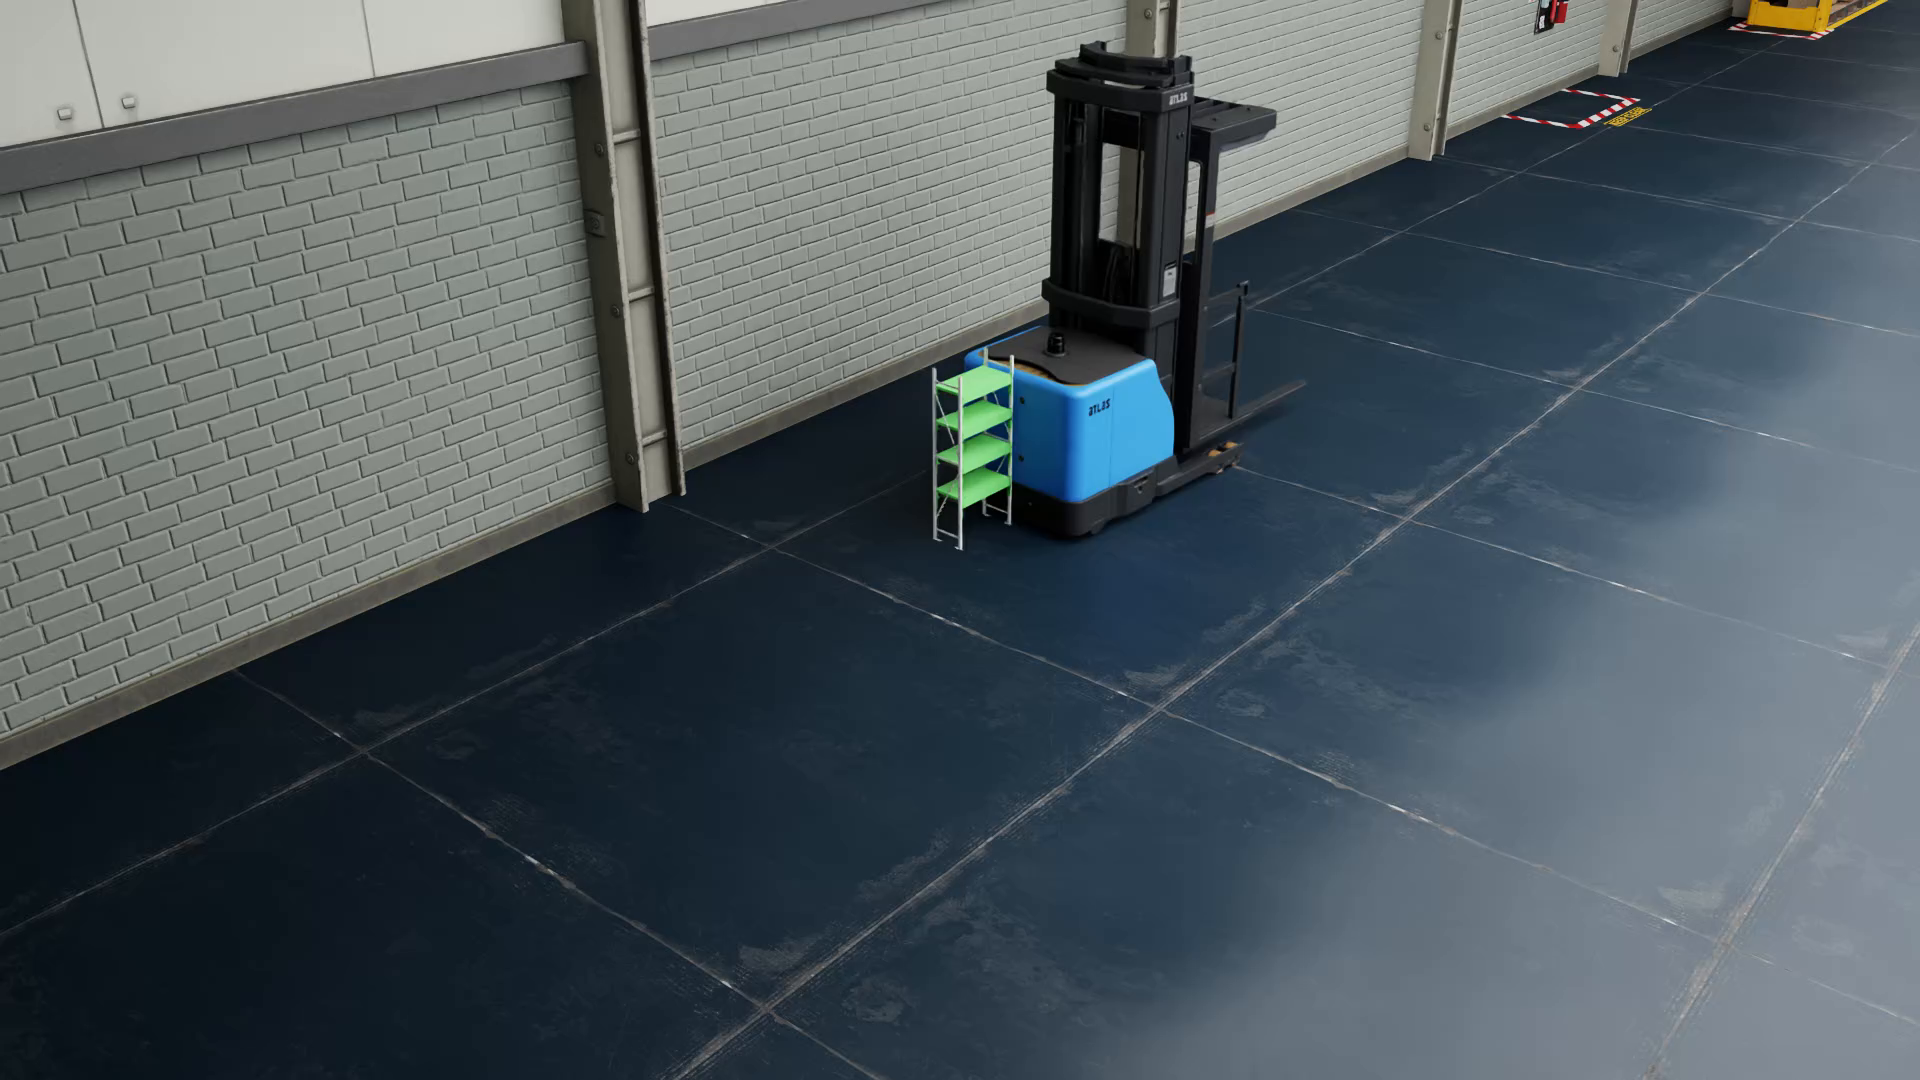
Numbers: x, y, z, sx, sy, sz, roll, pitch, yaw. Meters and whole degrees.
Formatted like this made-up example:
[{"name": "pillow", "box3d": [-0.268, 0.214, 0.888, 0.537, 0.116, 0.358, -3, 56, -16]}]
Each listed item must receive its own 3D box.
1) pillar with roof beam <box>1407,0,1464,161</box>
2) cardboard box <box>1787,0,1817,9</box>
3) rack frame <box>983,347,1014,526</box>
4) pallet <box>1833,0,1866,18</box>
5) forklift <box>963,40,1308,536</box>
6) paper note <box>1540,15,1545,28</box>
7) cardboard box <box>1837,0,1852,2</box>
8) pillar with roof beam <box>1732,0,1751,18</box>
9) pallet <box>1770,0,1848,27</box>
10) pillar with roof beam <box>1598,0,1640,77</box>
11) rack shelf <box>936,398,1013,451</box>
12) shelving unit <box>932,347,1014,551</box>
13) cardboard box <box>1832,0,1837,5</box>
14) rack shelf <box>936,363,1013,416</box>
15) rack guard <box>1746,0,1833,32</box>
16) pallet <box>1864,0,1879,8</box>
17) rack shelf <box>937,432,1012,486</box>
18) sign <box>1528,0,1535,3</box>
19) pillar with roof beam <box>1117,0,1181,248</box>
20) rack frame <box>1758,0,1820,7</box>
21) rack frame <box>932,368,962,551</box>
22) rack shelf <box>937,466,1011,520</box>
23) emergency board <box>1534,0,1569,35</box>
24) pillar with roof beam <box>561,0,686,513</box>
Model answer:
[{"name": "pillar with roof beam", "box3d": [8.820, -7.291, 15.181, 9.100, 9.000, 0.400, 21, 34, 34]}, {"name": "cardboard box", "box3d": [13.863, -8.858, 27.188, 0.500, 0.311, 0.500, 17, 32, 29]}, {"name": "rack frame", "box3d": [0.246, -0.667, 10.866, 0.240, 1.200, 0.015, 23, 35, 37]}, {"name": "pallet", "box3d": [14.722, -9.135, 28.310, 1.003, 0.211, 1.213, 21, 34, 34]}, {"name": "forklift", "box3d": [1.387, -1.914, 11.392, 1.130, 2.935, 3.031, 23, 35, 37]}, {"name": "paper note", "box3d": [7.548, -6.713, 21.552, 0.016, 0.148, 0.142, 21, 34, 34]}, {"name": "cardboard box", "box3d": [14.731, -9.390, 28.010, 0.700, 0.500, 0.500, 18, 33, 31]}, {"name": "pillar with roof beam", "box3d": [16.453, -11.545, 23.406, 9.100, 9.000, 0.400, 21, 34, 34]}, {"name": "pallet", "box3d": [13.946, -8.704, 27.477, 1.003, 0.211, 1.213, 21, 34, 34]}, {"name": "pillar with roof beam", "box3d": [12.637, -9.418, 19.294, 9.100, 9.000, 0.400, 21, 34, 34]}, {"name": "rack shelf", "box3d": [0.083, -0.741, 10.624, 0.258, 0.148, 0.480, 23, 35, 37]}, {"name": "shelving unit", "box3d": [0.083, -0.584, 10.705, 0.258, 1.200, 0.503, 23, 35, 37]}, {"name": "cardboard box", "box3d": [14.226, -9.060, 27.579, 0.500, 0.311, 0.500, 24, 36, 38]}, {"name": "rack shelf", "box3d": [0.083, -0.954, 10.514, 0.258, 0.148, 0.480, 23, 35, 37]}, {"name": "rack guard", "box3d": [13.402, -8.555, 26.874, 1.175, 0.500, 0.348, 21, 34, 34]}, {"name": "pallet", "box3d": [15.498, -9.569, 29.150, 1.003, 0.211, 1.213, 21, 34, 34]}, {"name": "rack shelf", "box3d": [0.083, -0.527, 10.735, 0.258, 0.148, 0.480, 23, 35, 37]}, {"name": "sign", "box3d": [7.282, -6.997, 21.103, 0.001, 0.329, 0.234, 21, 34, 34]}, {"name": "pillar with roof beam", "box3d": [5.004, -5.163, 11.069, 9.100, 9.000, 0.400, 21, 34, 34]}, {"name": "rack frame", "box3d": [13.353, -9.638, 26.248, 1.000, 3.000, 0.127, 21, 34, 34]}, {"name": "rack frame", "box3d": [-0.081, -0.501, 10.544, 0.240, 1.200, 0.015, 23, 35, 37]}, {"name": "rack shelf", "box3d": [0.083, -0.314, 10.845, 0.258, 0.148, 0.480, 23, 35, 37]}, {"name": "emergency board", "box3d": [7.714, -7.147, 21.432, 0.194, 1.169, 0.643, 21, 34, 34]}, {"name": "pillar with roof beam", "box3d": [1.187, -3.036, 6.957, 9.100, 9.000, 0.400, 21, 34, 34]}]
